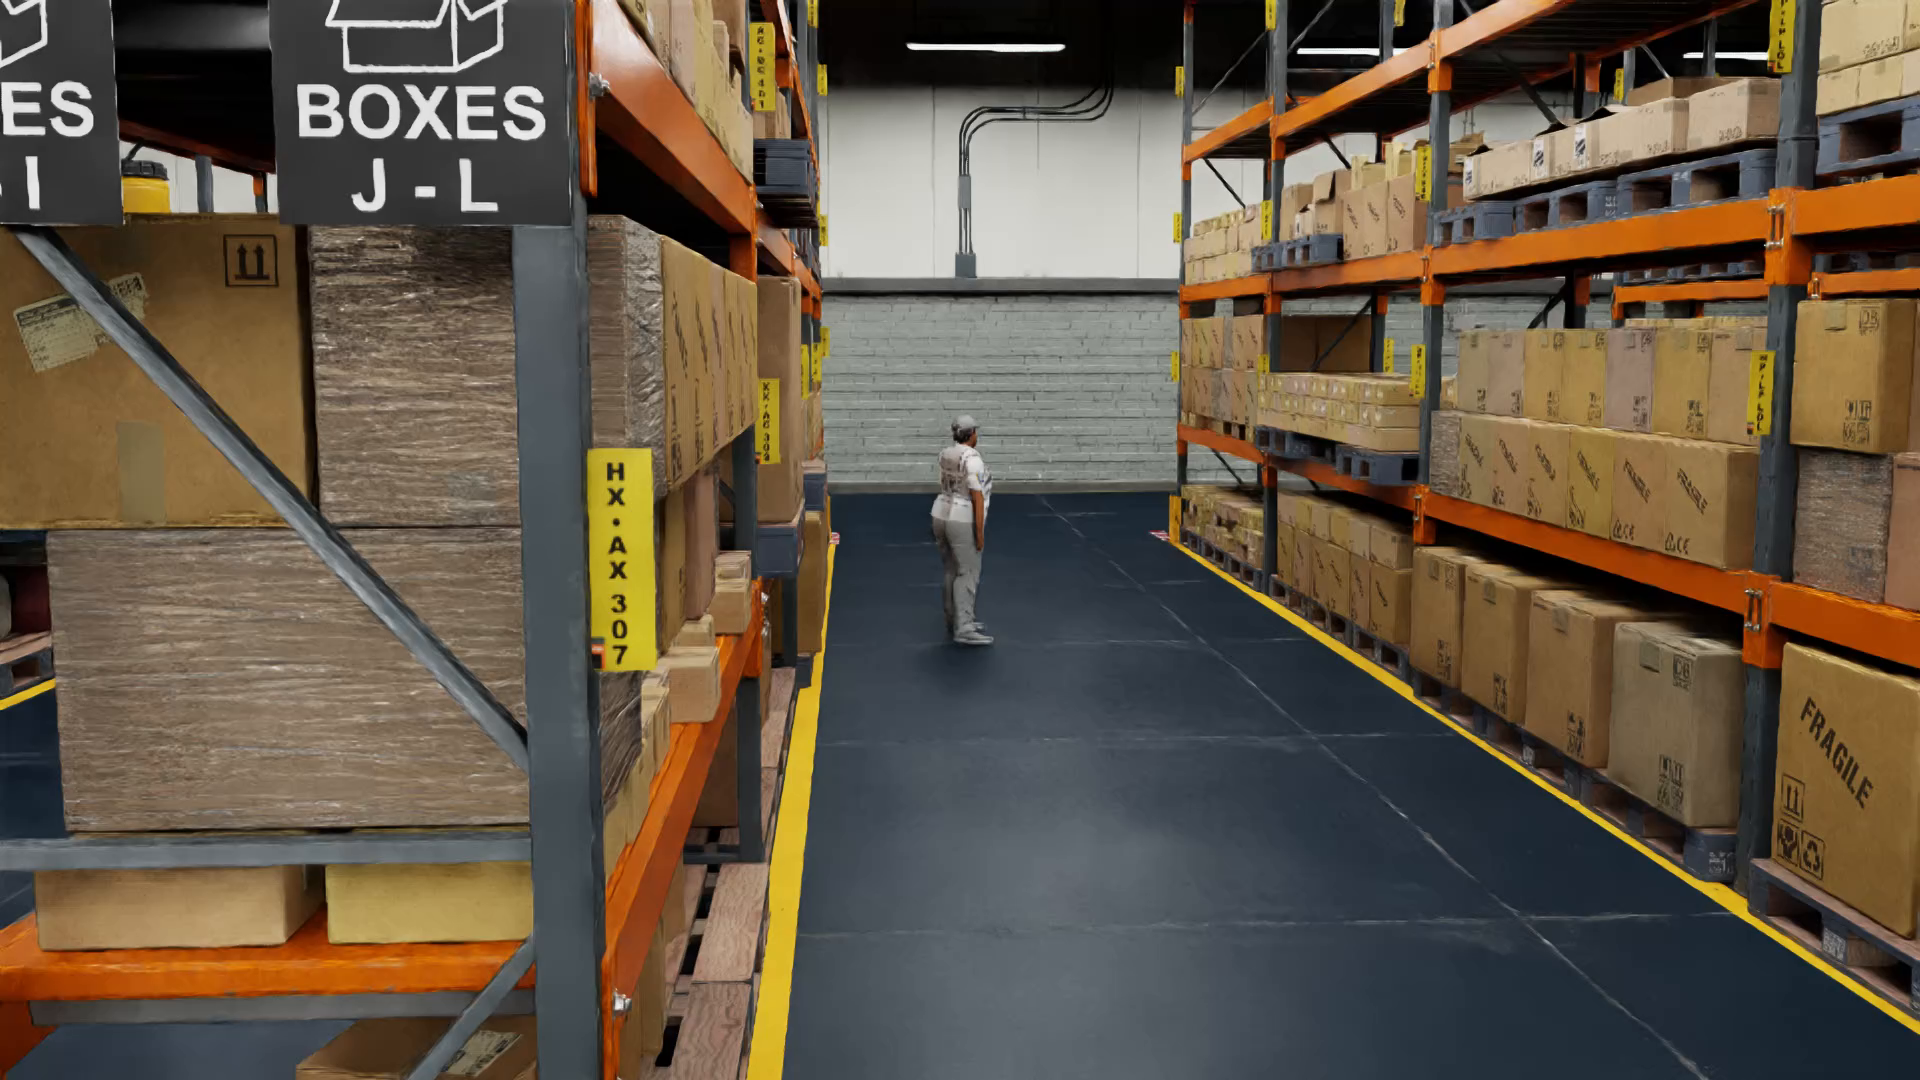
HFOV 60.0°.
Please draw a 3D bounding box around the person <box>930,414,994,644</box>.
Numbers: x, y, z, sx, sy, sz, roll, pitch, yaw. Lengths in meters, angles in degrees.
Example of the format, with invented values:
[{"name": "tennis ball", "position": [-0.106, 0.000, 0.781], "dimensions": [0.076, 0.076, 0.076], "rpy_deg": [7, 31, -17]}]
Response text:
[{"name": "person", "position": [0.052, -0.092, 12.302], "dimensions": [0.462, 1.673, 0.546], "rpy_deg": [-4, 8, -32]}]
